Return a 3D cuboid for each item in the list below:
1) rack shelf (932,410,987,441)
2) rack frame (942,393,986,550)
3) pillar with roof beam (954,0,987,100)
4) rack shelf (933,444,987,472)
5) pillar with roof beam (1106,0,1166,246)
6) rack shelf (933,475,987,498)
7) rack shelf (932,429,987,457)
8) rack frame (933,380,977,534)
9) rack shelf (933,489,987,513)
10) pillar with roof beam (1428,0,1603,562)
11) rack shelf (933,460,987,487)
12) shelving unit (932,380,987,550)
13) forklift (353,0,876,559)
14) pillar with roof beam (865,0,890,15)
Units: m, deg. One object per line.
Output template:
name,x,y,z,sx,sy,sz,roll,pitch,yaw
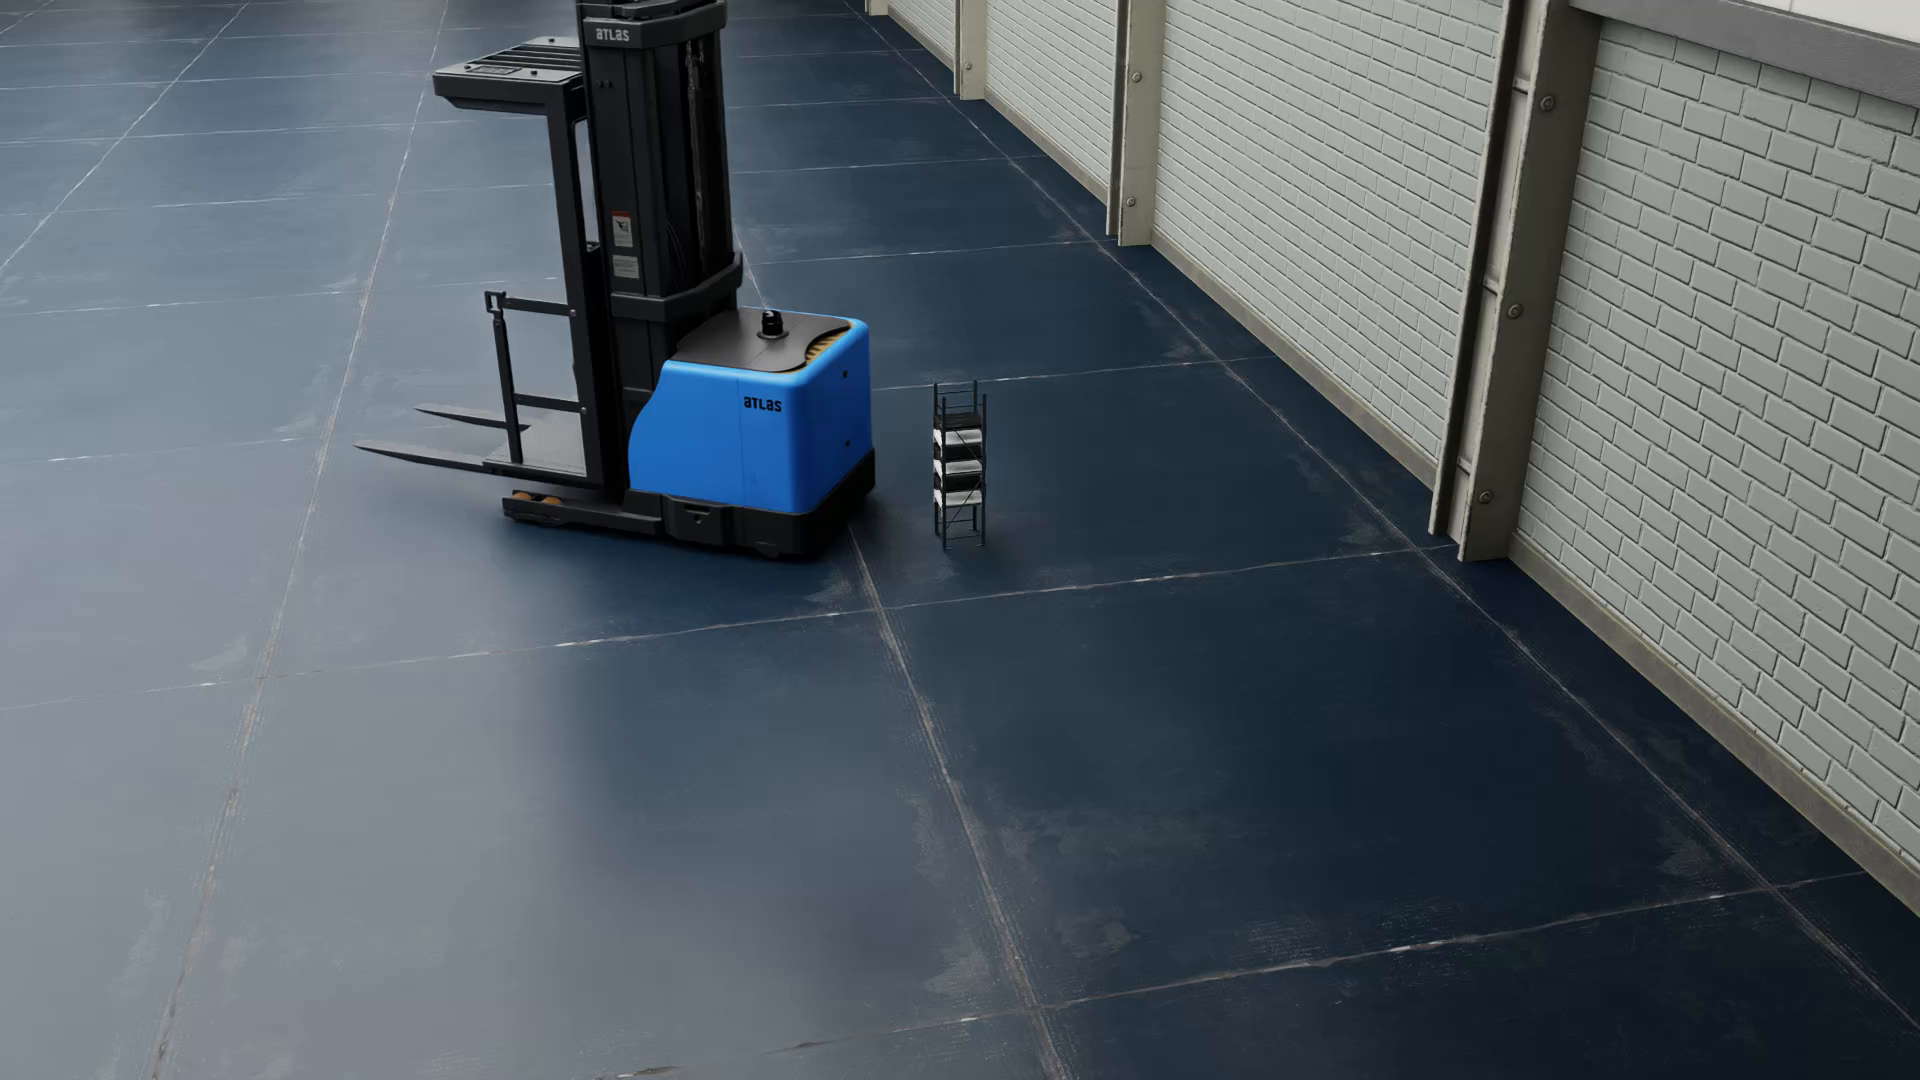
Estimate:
rack shelf,-0.002,-0.617,8.948,0.258,0.077,0.200,-6,27,-12
rack frame,0.021,-0.361,8.966,0.240,0.900,0.006,-6,27,-12
pillar with roof beam,-4.073,-8.831,16.759,9.100,9.000,0.400,-6,27,-12
rack shelf,-0.002,-0.456,9.029,0.258,0.077,0.200,-6,27,-12
pillar with roof beam,-2.721,-6.197,11.540,9.100,9.000,0.400,-6,27,-12
rack shelf,-0.002,-0.295,9.110,0.258,0.077,0.200,-6,27,-12
rack shelf,-0.002,-0.536,8.988,0.258,0.077,0.200,-6,27,-12
rack frame,-0.025,-0.450,9.143,0.240,0.900,0.006,-6,27,-12
rack shelf,-0.002,-0.215,9.150,0.258,0.077,0.200,-6,27,-12
pillar with roof beam,-1.368,-3.563,6.321,9.100,9.000,0.400,-6,27,-12
rack shelf,-0.002,-0.376,9.069,0.258,0.077,0.200,-6,27,-12
shelving unit,-0.002,-0.405,9.054,0.258,0.900,0.210,-6,27,-12
forklift,-2.068,-1.596,9.159,3.031,2.935,1.130,9,28,17
pillar with roof beam,-5.425,-11.465,21.977,9.100,9.000,0.400,-6,27,-12
